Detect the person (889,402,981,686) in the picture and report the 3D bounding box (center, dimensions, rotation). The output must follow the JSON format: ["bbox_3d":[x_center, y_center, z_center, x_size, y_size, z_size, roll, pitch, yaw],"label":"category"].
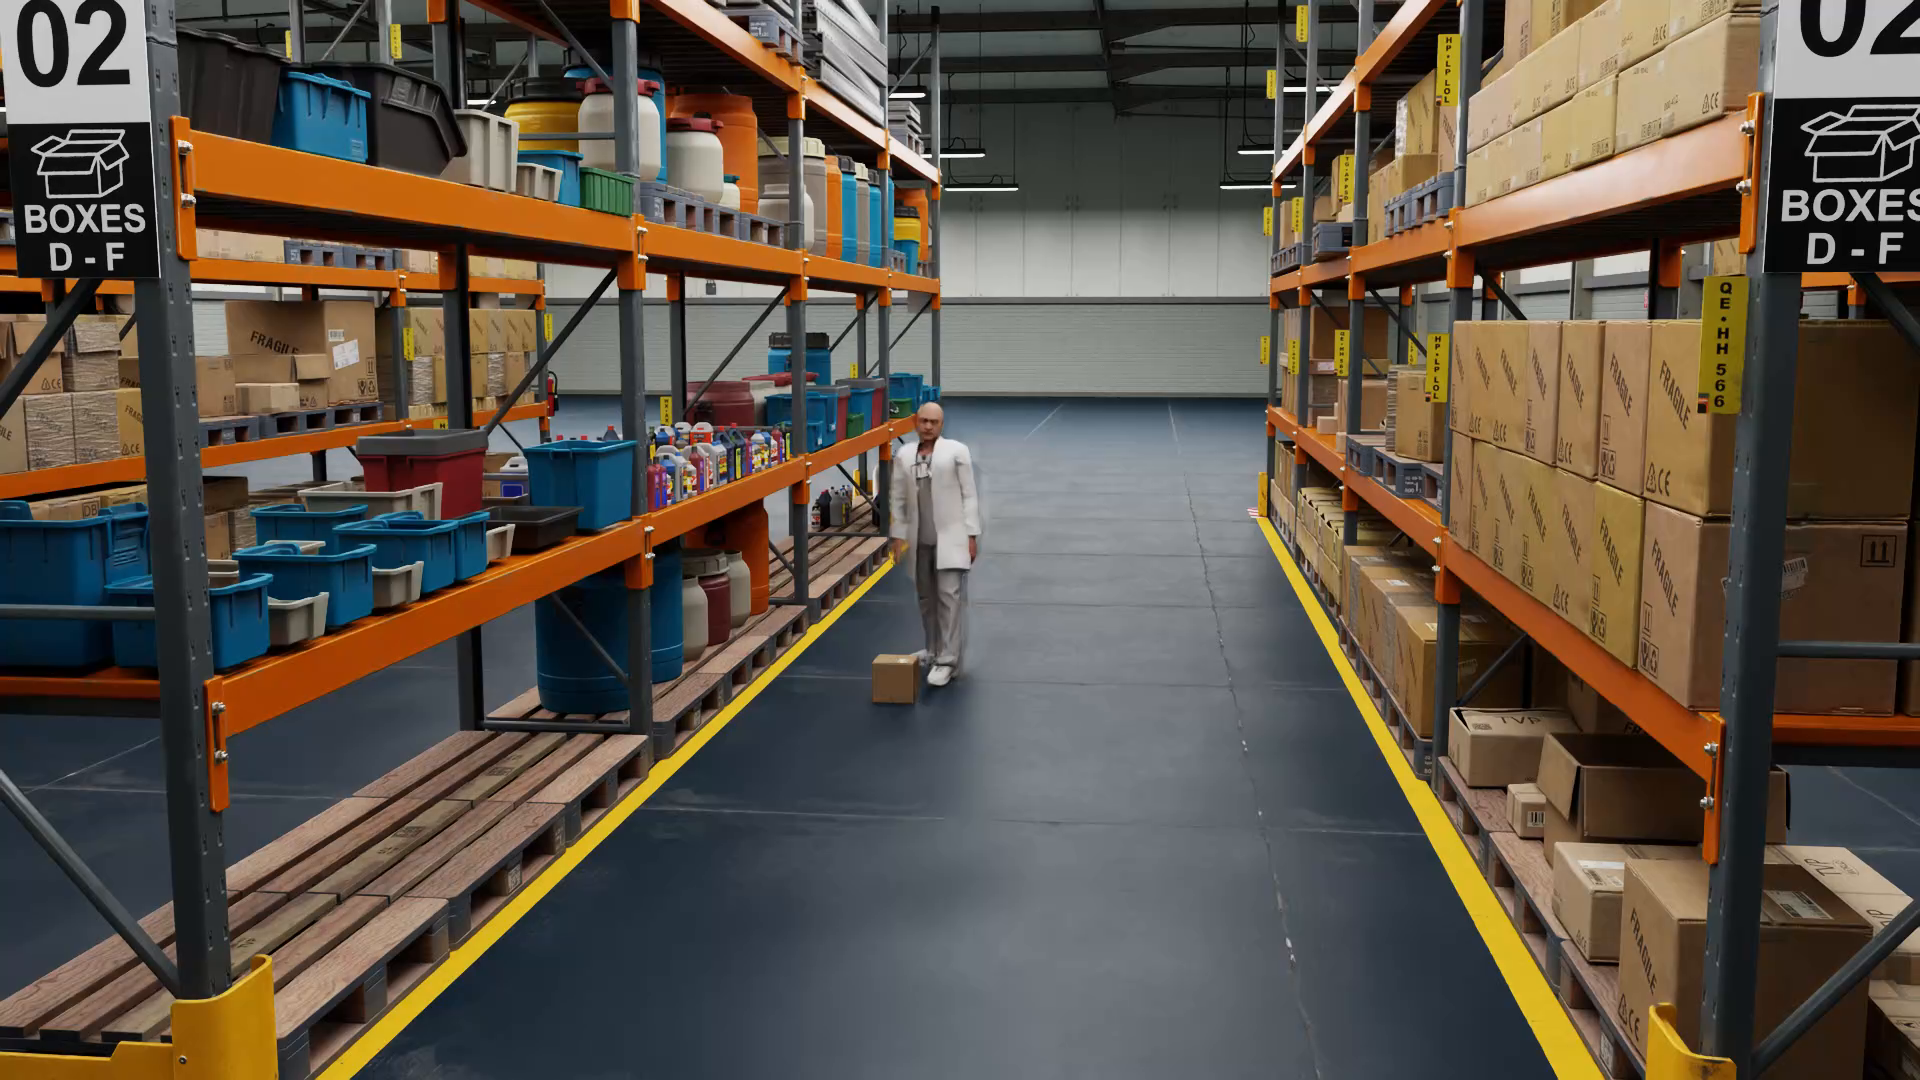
[{"bbox_3d":[-0.190,-0.006,10.739,0.614,1.764,0.768,4,8,25],"label":"person"}]
